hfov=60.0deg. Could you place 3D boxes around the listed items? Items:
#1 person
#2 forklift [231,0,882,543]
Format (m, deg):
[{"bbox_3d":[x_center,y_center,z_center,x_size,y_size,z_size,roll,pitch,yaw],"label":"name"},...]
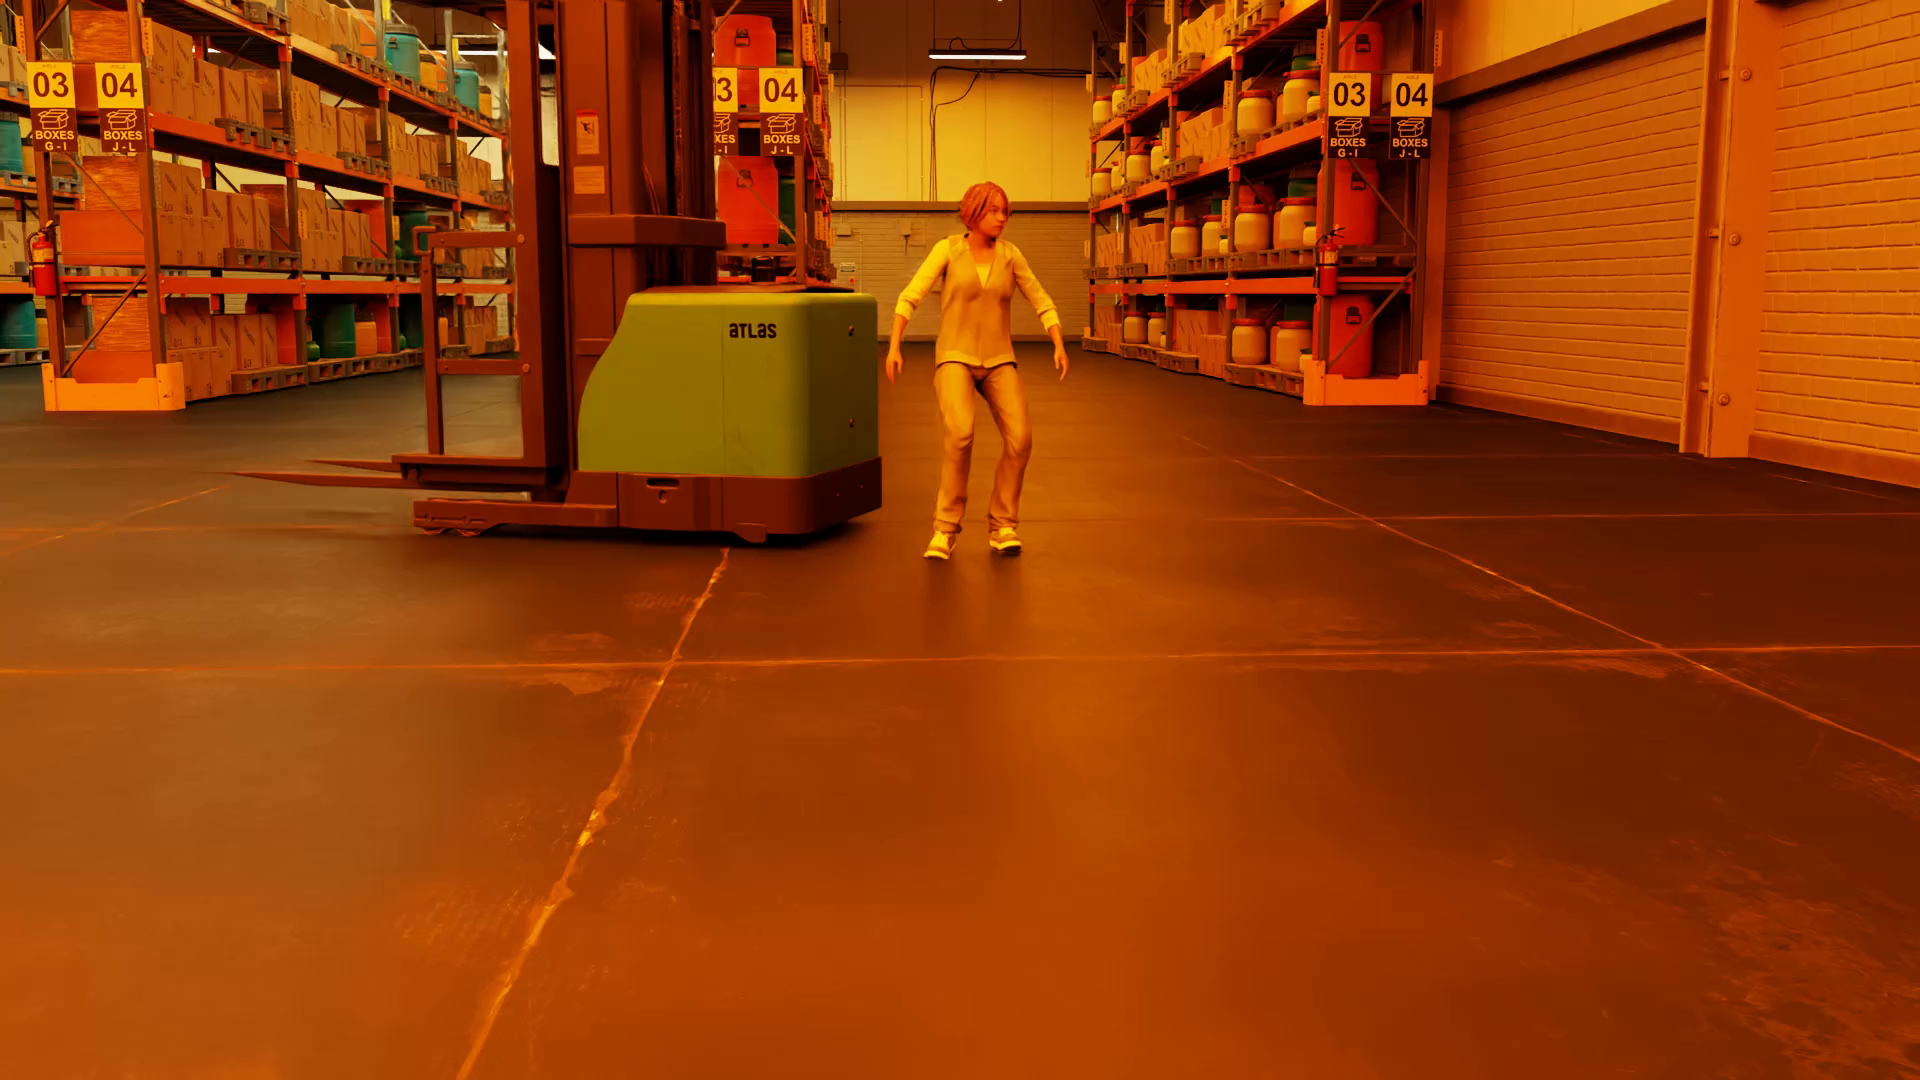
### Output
[{"bbox_3d":[0.077,-0.708,6.912,0.751,1.543,0.516,-2,9,-15],"label":"person"},{"bbox_3d":[-1.945,-1.534,7.663,3.031,2.935,1.130,2,9,16],"label":"forklift"}]
